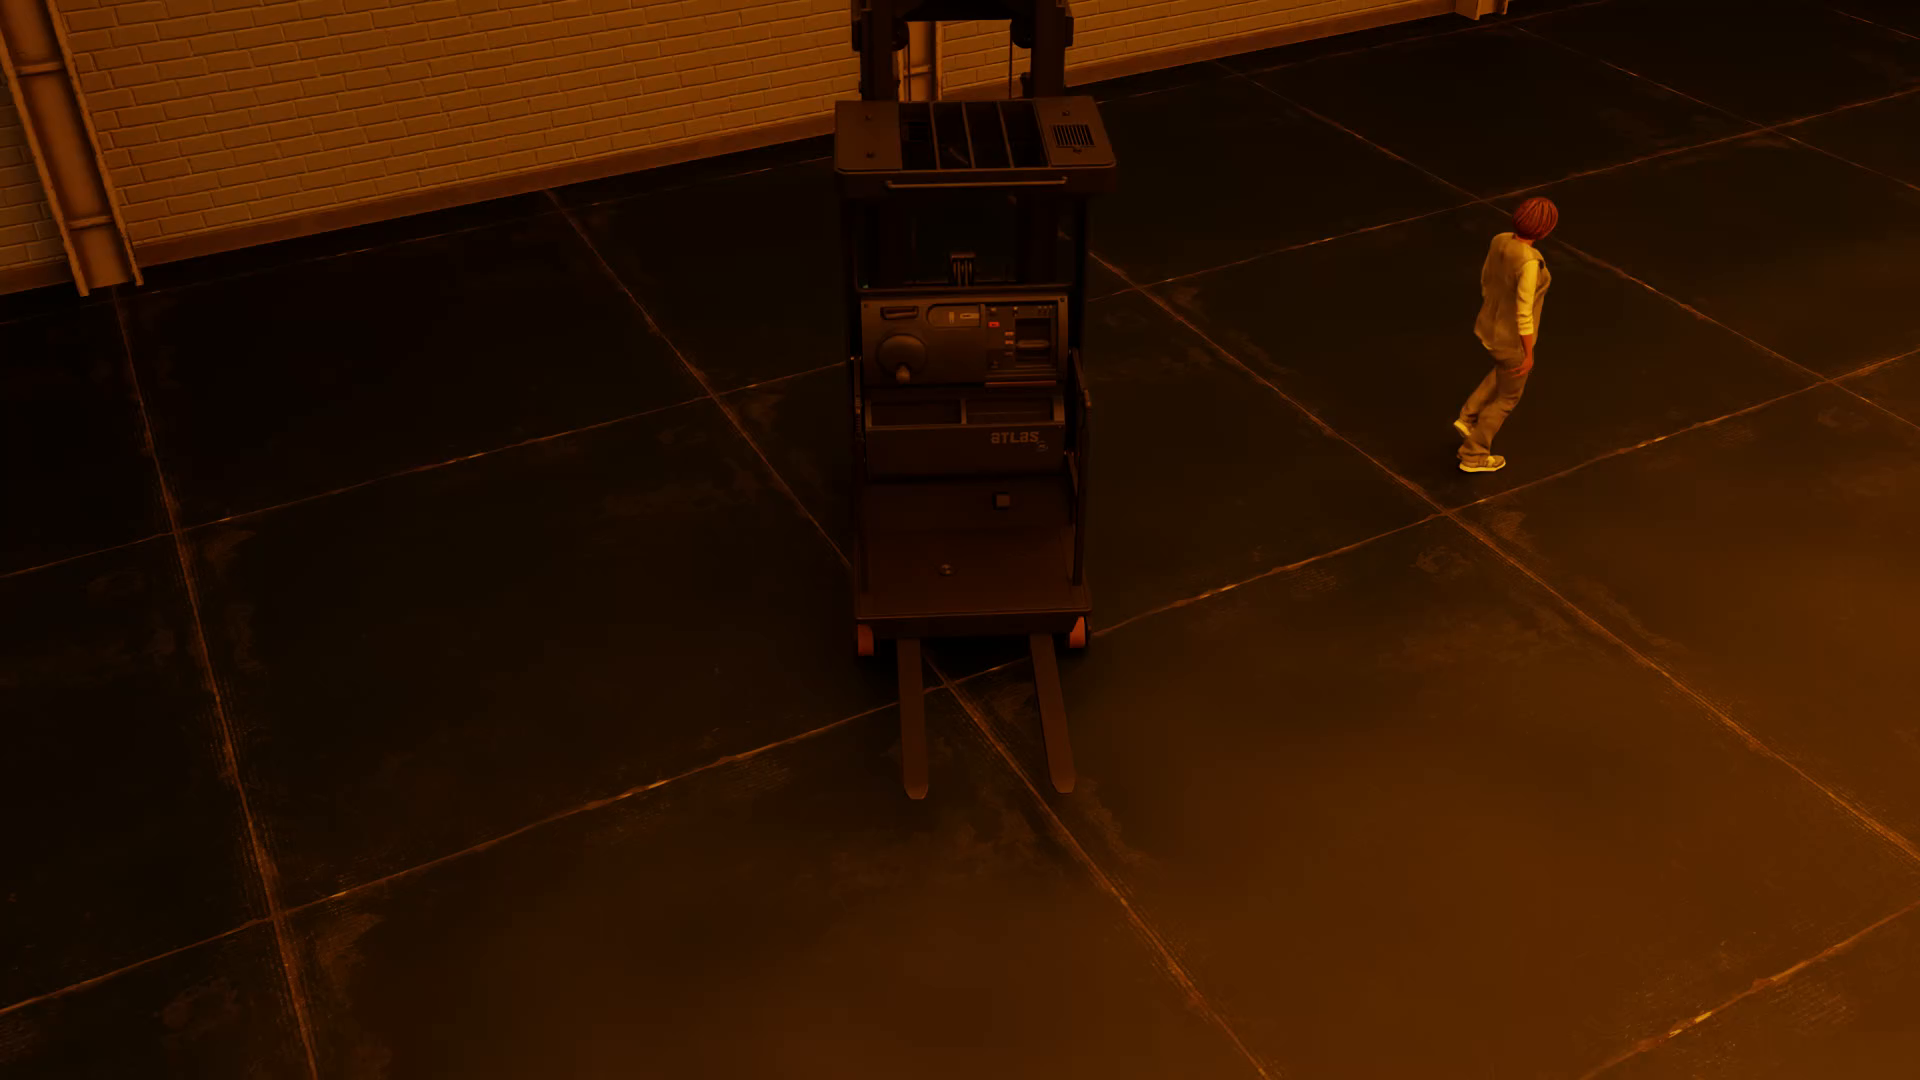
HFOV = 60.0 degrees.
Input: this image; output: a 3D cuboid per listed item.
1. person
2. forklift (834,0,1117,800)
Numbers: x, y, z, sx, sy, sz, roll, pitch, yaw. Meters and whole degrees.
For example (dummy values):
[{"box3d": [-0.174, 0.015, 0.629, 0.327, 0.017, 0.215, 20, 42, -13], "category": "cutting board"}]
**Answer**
[{"box3d": [2.936, -1.086, 8.834, 0.427, 1.578, 0.534, -9, 36, -12], "category": "person"}, {"box3d": [0.037, -0.840, 7.312, 1.130, 2.935, 3.031, -2, 35, -3], "category": "forklift"}]
